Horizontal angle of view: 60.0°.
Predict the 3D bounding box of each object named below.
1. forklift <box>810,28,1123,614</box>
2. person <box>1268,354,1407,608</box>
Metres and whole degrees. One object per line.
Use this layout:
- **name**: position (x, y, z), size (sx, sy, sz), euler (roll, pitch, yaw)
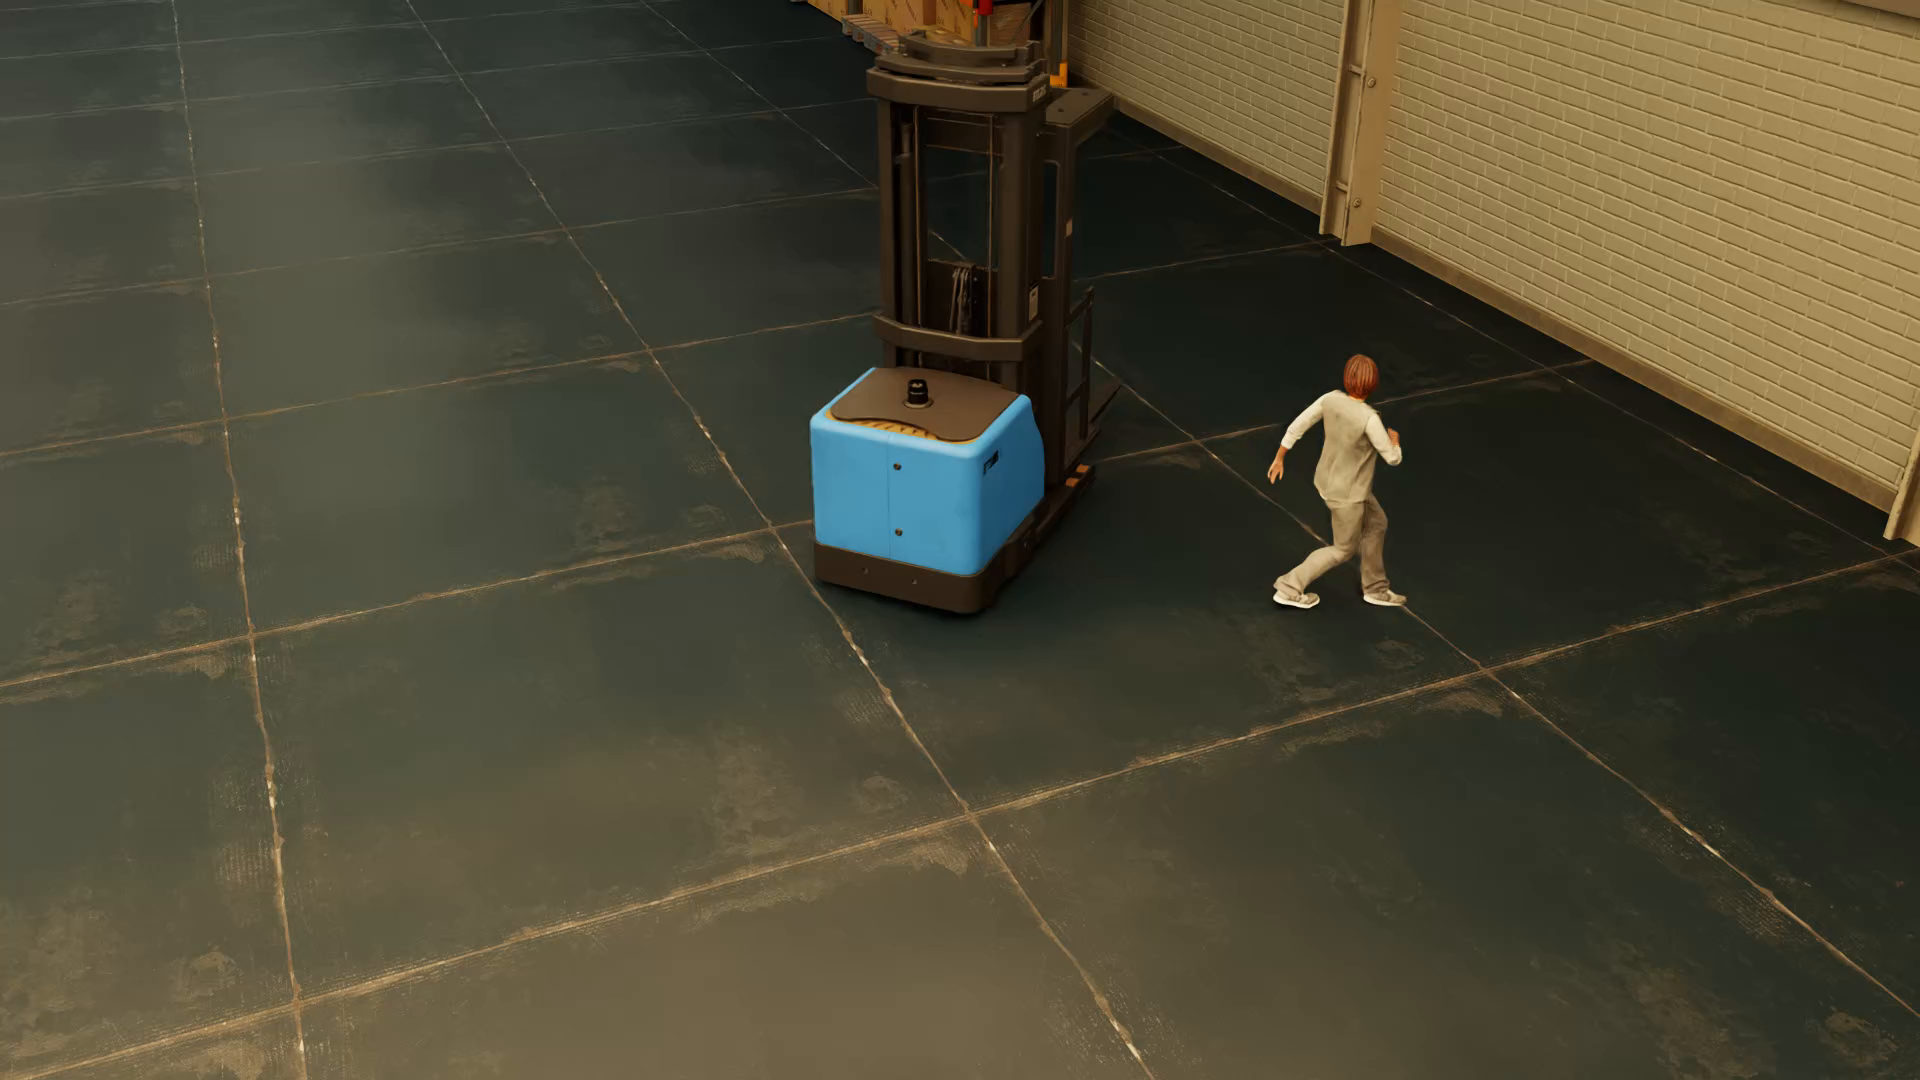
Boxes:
- **forklift**: position (0.216, -1.577, 9.878), size (1.130, 2.935, 3.031), euler (12, 32, 20)
- **person**: position (2.128, -0.290, 9.083), size (0.839, 1.541, 0.428), euler (-4, 30, -7)
